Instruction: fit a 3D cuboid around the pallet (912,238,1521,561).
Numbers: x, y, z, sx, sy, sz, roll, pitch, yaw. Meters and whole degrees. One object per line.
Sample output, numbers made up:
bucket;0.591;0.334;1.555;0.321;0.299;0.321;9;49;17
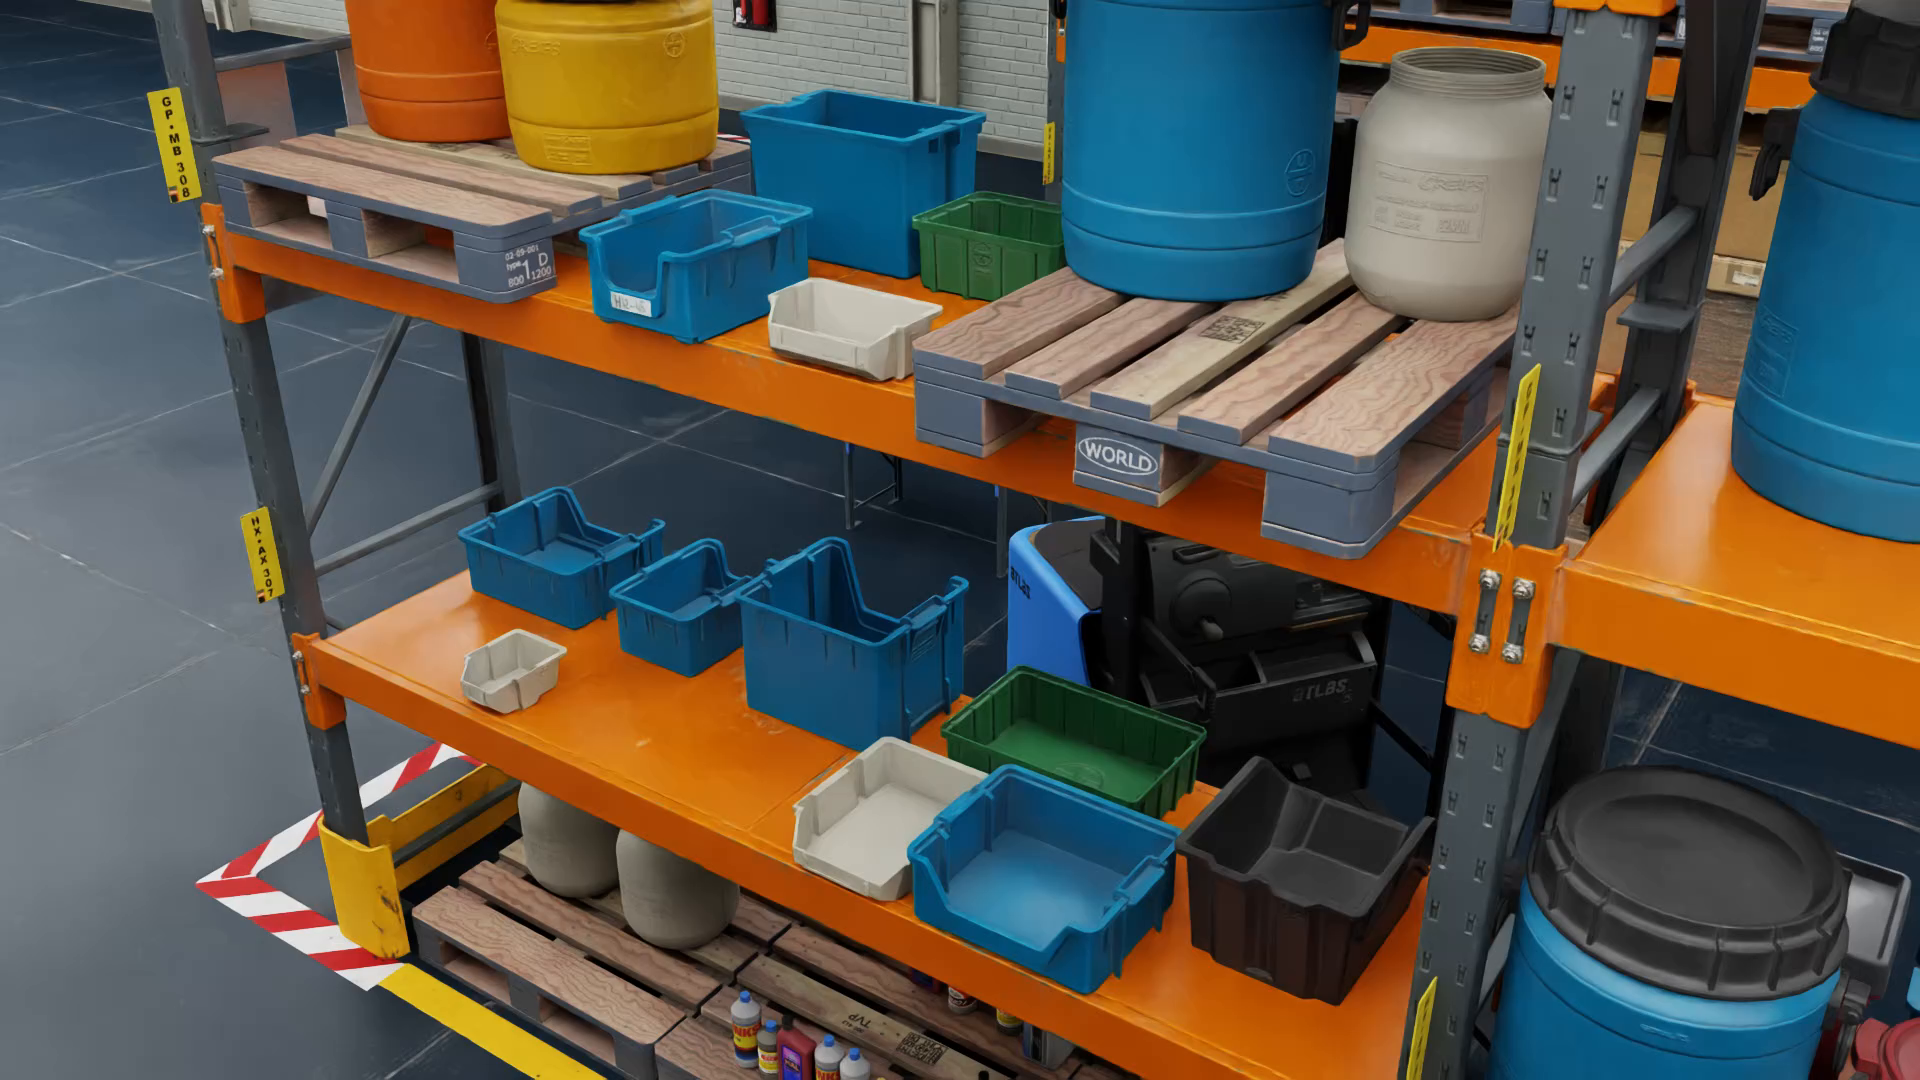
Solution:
pallet;0.641;-0.404;3.638;1.003;0.211;1.213;17;32;30

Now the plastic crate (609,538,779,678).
plastic crate;-0.892;0.222;5.670;0.408;0.251;0.499;17;32;30

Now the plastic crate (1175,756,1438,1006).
plastic crate;0.932;0.843;4.355;0.504;0.338;0.767;17;32;30

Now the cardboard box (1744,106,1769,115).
cardboard box;5.512;-3.248;11.641;0.500;0.500;0.500;16;31;29

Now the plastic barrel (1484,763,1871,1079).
plastic barrel;1.438;0.987;3.452;0.708;0.901;0.600;17;32;30

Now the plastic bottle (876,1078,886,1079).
plastic bottle;-0.241;1.743;5.119;0.097;0.201;0.097;0;27;0

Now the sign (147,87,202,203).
sign;-2.321;-1.166;4.917;0.005;0.325;0.100;17;32;30

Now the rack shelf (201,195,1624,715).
rack shelf;-0.357;-0.532;4.475;4.000;0.370;1.077;17;32;30

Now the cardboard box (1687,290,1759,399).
cardboard box;3.730;-1.010;7.816;0.500;0.500;0.700;16;31;29

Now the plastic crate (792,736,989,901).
plastic crate;-0.190;0.793;4.676;0.437;0.136;0.530;17;32;30

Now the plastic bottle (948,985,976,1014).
plastic bottle;0.008;1.491;5.613;0.097;0.201;0.097;0;27;0

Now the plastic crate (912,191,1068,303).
plastic crate;0.145;-0.752;4.347;0.450;0.188;0.336;17;32;30

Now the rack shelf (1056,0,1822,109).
rack shelf;2.450;-2.383;8.112;4.000;0.370;1.077;17;32;30

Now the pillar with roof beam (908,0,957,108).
pillar with roof beam;-2.713;-6.482;12.066;0.400;9.000;9.100;17;32;30

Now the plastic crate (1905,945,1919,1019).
plastic crate;2.377;1.172;3.658;0.575;0.384;0.392;17;32;30

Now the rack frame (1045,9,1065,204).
rack frame;0.802;-1.881;9.638;0.127;3.000;1.000;17;32;30

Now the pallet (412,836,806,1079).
pallet;-1.250;1.426;6.216;1.213;0.211;1.003;17;32;30

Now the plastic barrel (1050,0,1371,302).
plastic barrel;0.532;-1.046;3.674;0.708;0.901;0.600;17;32;30

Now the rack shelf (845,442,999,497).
rack shelf;-0.070;-0.530;9.034;1.000;0.185;0.538;17;32;30

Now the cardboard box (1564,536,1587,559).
cardboard box;3.186;0.015;8.481;0.500;0.250;0.500;17;32;30

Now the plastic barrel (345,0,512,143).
plastic barrel;-1.533;-1.668;4.976;0.708;0.830;0.600;17;32;30

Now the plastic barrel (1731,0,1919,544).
plastic barrel;1.834;-0.513;3.092;0.708;0.901;0.600;17;32;30

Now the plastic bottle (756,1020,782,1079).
plastic bottle;-0.602;1.630;5.340;0.097;0.201;0.097;0;27;0

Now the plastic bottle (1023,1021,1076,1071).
plastic bottle;0.292;1.557;5.401;0.135;0.276;0.152;17;32;30

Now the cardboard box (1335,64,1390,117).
cardboard box;2.076;-2.103;8.534;0.500;0.500;0.700;17;32;31

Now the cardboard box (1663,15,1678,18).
cardboard box;5.365;-3.575;12.284;0.500;0.500;0.500;18;32;31

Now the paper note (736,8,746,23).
paper note;-2.398;-5.745;18.204;0.142;0.148;0.016;17;32;30

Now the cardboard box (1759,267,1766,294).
cardboard box;3.754;-1.177;7.430;0.250;0.149;0.380;17;32;30

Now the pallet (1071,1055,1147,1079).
pallet;0.762;2.052;4.985;1.213;0.211;1.003;17;32;30

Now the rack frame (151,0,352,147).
rack frame;-2.006;-2.703;4.641;0.127;3.000;1.000;17;32;30

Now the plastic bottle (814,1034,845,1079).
plastic bottle;-0.405;1.660;5.203;0.097;0.271;0.097;0;27;0

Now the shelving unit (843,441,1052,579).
shelving unit;-0.070;-0.690;8.953;1.048;1.500;0.538;17;32;30

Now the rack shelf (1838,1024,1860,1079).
rack shelf;2.940;1.832;3.137;4.000;0.370;1.077;17;32;30

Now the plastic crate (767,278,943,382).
plastic crate;-0.260;-0.483;3.875;0.396;0.136;0.243;17;32;30

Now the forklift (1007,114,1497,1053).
forklift;1.167;0.158;5.708;1.130;2.935;3.031;-9;28;-18

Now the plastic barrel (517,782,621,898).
plastic barrel;-1.420;1.032;6.194;0.421;0.512;0.421;0;27;0

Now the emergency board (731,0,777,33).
emergency board;-2.291;-6.067;17.864;0.643;1.169;0.194;17;32;30

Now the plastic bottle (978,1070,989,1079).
plastic bottle;0.101;1.739;5.036;0.133;0.283;0.061;17;32;30

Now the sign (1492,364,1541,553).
sign;0.971;-0.141;2.902;0.005;0.325;0.100;17;32;30

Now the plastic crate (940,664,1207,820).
plastic crate;0.332;0.638;4.923;0.662;0.188;0.450;17;32;30

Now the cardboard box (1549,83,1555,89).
cardboard box;4.651;-3.509;12.155;0.500;0.500;0.500;16;31;29

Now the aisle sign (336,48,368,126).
aisle sign;-1.897;-1.318;5.666;0.004;0.787;0.394;17;32;30

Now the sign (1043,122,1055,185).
sign;0.483;-2.096;9.019;0.005;0.325;0.100;17;32;30

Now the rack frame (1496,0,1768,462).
rack frame;1.292;-1.676;2.622;0.127;3.000;1.000;17;32;30

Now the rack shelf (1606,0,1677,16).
rack shelf;2.940;-0.664;1.867;4.000;0.370;1.077;17;32;30

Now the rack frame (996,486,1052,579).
rack frame;0.349;-0.560;8.696;0.032;1.500;0.500;17;32;30

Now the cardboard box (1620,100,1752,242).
cardboard box;3.312;-1.717;7.776;0.500;0.500;0.700;17;32;30

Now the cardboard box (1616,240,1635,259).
cardboard box;3.117;-1.374;7.818;0.250;0.149;0.380;17;32;30
